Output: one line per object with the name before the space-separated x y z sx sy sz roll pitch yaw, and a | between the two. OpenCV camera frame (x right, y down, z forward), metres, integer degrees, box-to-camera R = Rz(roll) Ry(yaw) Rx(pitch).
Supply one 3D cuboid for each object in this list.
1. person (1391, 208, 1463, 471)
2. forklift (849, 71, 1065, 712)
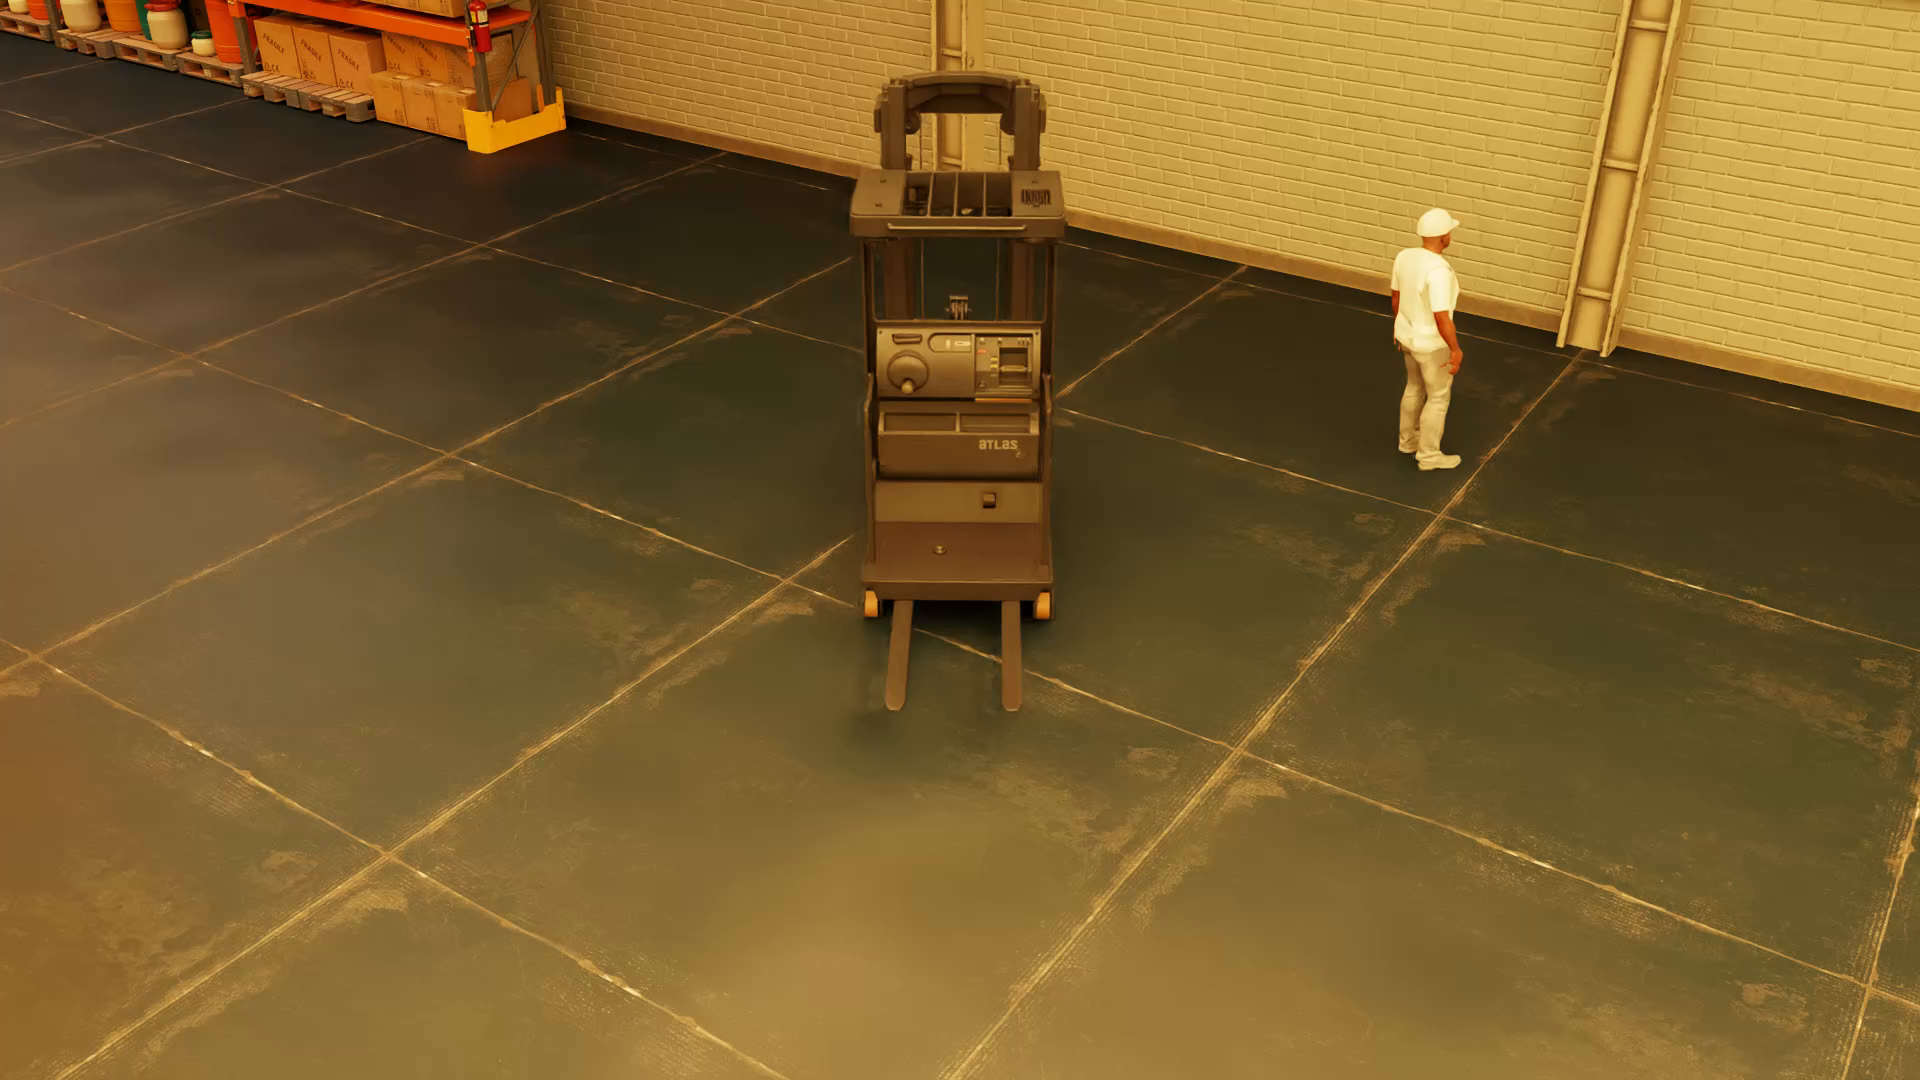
person | 3.133 -1.338 11.057 0.492 1.778 0.661 -9 31 -16
forklift | -0.009 -0.961 9.236 1.130 2.935 3.031 0 30 1
